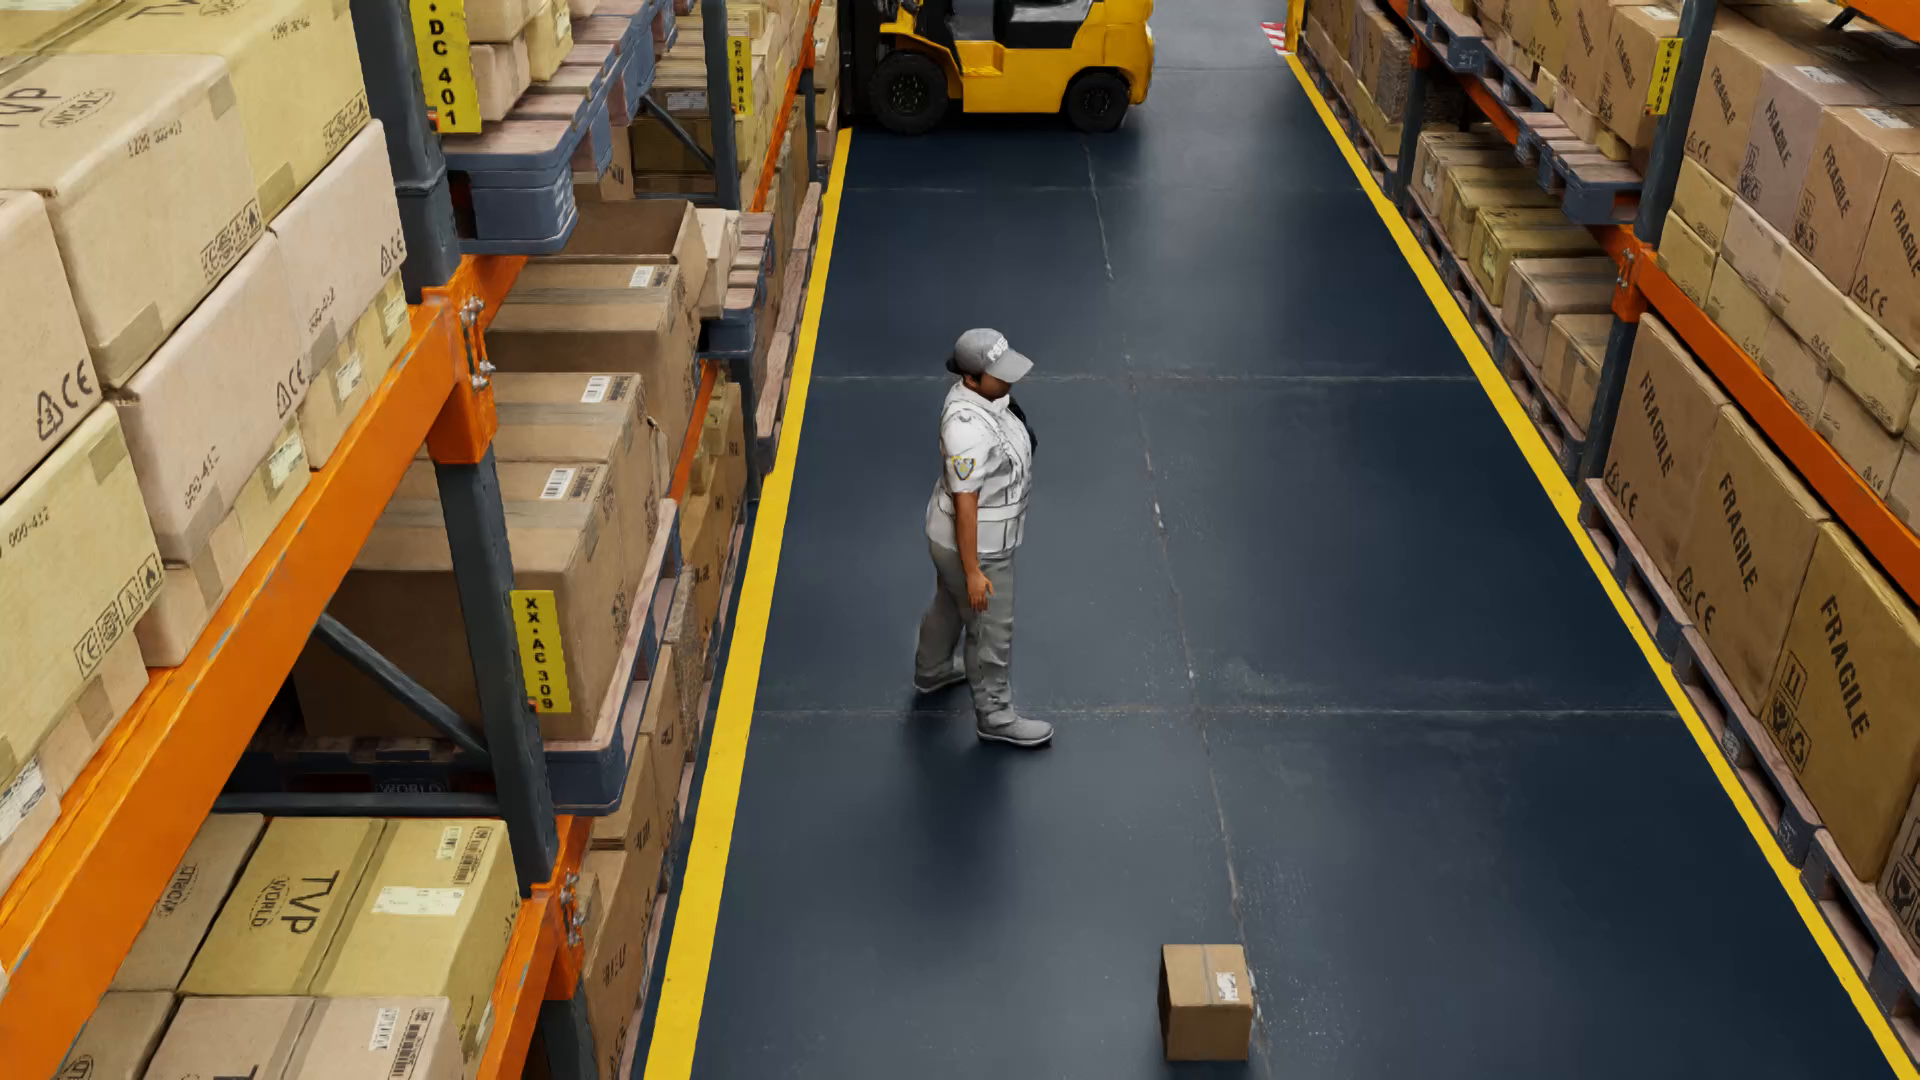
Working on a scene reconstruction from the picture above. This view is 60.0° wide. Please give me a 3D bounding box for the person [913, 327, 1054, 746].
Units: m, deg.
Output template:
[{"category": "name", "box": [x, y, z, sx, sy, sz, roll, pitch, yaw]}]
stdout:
[{"category": "person", "box": [0.087, -0.016, 6.132, 0.569, 1.652, 0.671, 2, 32, 3]}]
